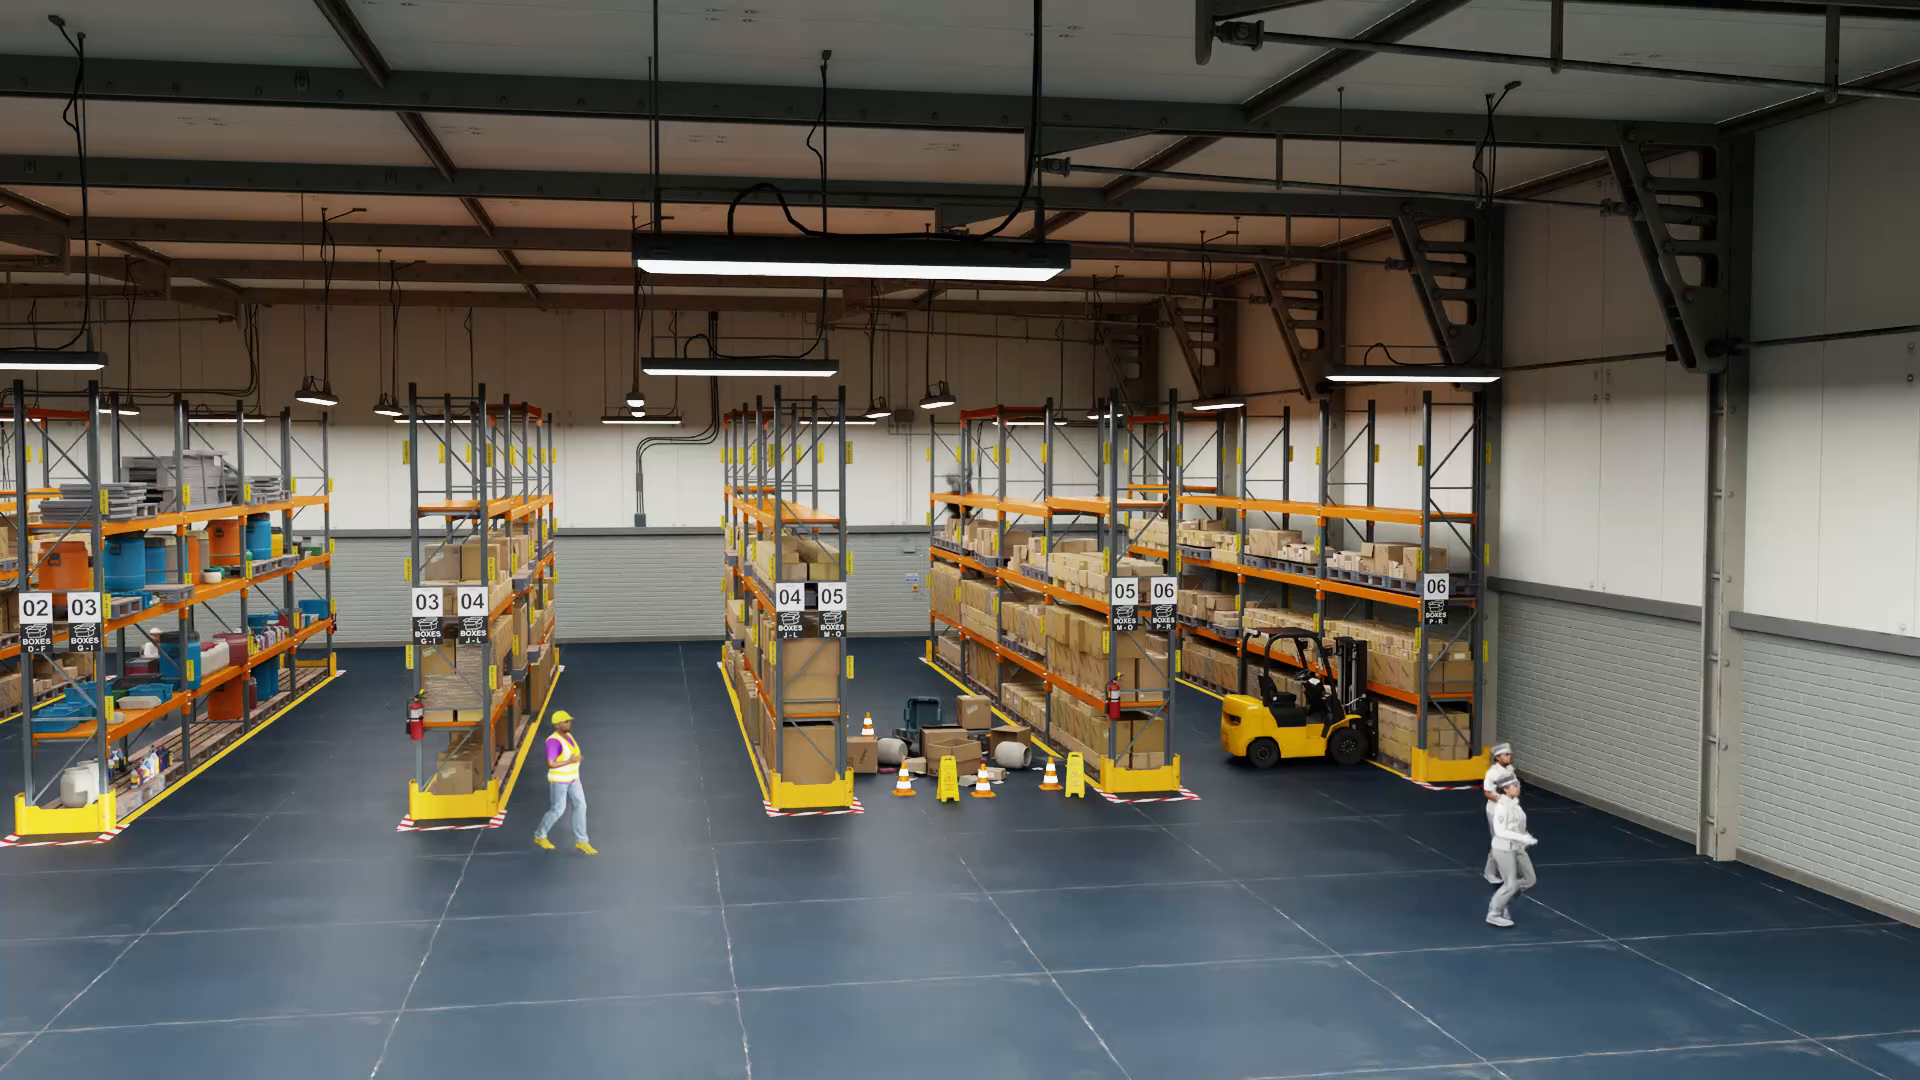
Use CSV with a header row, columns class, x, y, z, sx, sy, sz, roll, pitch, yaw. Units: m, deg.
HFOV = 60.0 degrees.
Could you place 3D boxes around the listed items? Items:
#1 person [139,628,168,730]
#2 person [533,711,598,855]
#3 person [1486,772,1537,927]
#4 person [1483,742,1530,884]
class,x,y,z,sx,sy,sz,roll,pitch,yaw
person,-14.868,2.529,30.725,0.655,1.816,0.910,-1,3,-14
person,-4.971,3.043,20.843,0.833,1.809,0.679,1,3,20
person,5.868,3.273,17.587,0.565,1.654,0.585,2,4,39
person,6.342,3.176,19.310,0.630,1.672,0.576,-2,3,-31
